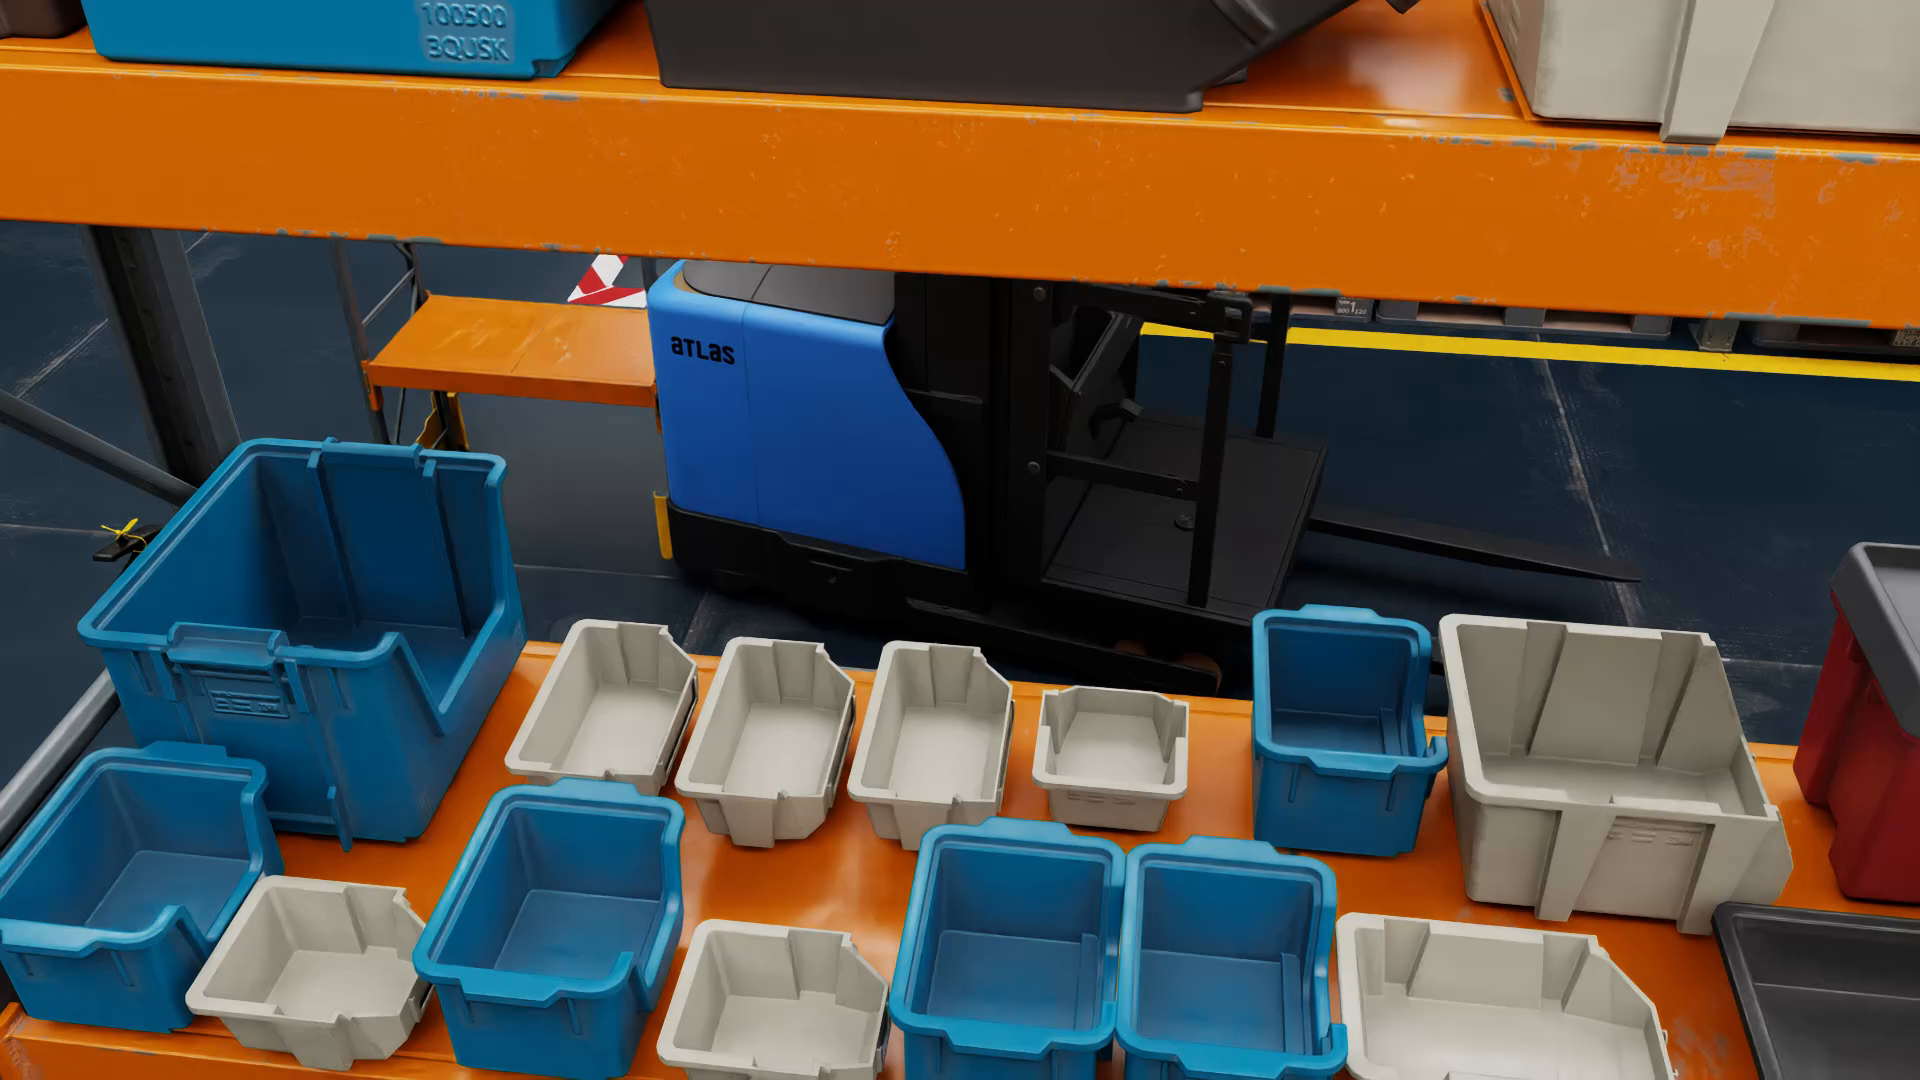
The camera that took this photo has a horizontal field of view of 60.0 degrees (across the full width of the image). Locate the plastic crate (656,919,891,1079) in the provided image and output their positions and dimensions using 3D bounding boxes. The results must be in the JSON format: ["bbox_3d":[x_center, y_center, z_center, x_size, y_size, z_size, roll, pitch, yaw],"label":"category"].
[{"bbox_3d":[-0.252,0.694,2.371,0.298,0.136,0.250,4,36,6],"label":"plastic crate"}]

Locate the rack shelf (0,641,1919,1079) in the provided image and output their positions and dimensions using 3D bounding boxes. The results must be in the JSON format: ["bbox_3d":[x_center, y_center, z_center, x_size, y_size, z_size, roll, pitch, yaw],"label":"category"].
[{"bbox_3d":[0.548,0.722,2.775,4.000,0.370,1.077,4,36,6],"label":"rack shelf"}]

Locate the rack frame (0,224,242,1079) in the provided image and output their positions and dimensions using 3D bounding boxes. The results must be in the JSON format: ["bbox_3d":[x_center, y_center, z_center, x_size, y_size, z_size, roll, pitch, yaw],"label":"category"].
[{"bbox_3d":[-1.436,0.282,2.773,0.127,3.000,1.000,4,36,6],"label":"rack frame"}]

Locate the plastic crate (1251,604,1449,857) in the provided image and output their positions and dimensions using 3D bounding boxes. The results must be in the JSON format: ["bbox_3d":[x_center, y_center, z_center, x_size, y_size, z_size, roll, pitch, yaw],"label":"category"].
[{"bbox_3d":[0.634,0.329,2.799,0.300,0.233,0.416,4,36,6],"label":"plastic crate"}]

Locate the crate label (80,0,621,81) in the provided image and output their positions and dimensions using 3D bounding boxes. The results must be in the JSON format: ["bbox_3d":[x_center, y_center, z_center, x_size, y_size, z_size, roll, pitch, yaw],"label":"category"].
[{"bbox_3d":[-0.562,-0.624,1.589,0.502,0.251,0.408,4,36,6],"label":"crate label"}]

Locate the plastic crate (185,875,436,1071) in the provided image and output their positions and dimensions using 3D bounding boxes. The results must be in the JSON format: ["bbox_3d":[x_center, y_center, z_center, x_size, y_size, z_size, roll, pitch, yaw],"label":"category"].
[{"bbox_3d":[-0.925,0.644,2.441,0.298,0.136,0.250,4,36,6],"label":"plastic crate"}]

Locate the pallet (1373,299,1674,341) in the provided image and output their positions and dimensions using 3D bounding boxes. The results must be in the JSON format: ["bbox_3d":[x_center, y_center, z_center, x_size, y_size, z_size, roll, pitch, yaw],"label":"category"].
[{"bbox_3d":[2.418,-1.243,7.309,1.213,0.211,1.003,4,36,6],"label":"pallet"}]

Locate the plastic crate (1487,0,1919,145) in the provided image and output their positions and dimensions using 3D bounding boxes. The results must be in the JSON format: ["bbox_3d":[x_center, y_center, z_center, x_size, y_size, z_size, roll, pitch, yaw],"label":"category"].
[{"bbox_3d":[0.723,-0.549,1.457,0.530,0.282,0.437,4,36,6],"label":"plastic crate"}]

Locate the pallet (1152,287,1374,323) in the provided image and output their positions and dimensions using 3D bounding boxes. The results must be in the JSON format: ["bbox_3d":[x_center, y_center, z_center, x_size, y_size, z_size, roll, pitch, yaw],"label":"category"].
[{"bbox_3d":[1.205,-1.331,7.434,1.213,0.211,1.003,4,36,6],"label":"pallet"}]

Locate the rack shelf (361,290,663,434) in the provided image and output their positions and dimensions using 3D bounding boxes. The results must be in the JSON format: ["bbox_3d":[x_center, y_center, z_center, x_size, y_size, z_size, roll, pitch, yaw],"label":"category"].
[{"bbox_3d":[-1.423,-0.611,5.625,1.000,0.185,0.538,5,36,7],"label":"rack shelf"}]

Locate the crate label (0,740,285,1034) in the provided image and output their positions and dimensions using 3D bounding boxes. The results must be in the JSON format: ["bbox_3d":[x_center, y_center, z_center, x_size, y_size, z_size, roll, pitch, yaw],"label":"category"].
[{"bbox_3d":[-1.233,0.533,2.513,0.303,0.233,0.416,4,36,6],"label":"crate label"}]

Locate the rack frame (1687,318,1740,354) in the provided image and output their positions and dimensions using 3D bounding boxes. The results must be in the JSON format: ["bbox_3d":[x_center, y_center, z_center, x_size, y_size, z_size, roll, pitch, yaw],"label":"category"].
[{"bbox_3d":[3.163,-2.276,6.357,0.127,3.000,1.000,4,36,6],"label":"rack frame"}]

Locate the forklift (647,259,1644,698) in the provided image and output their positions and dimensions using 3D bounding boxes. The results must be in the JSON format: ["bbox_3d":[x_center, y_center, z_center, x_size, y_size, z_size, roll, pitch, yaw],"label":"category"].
[{"bbox_3d":[0.614,-1.035,4.678,3.031,2.935,1.130,12,37,16],"label":"forklift"}]

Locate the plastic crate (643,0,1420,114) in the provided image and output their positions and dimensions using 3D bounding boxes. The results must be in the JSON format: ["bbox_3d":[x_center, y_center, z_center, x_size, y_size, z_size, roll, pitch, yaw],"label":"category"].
[{"bbox_3d":[0.045,-0.643,1.540,0.767,0.338,0.504,4,36,6],"label":"plastic crate"}]

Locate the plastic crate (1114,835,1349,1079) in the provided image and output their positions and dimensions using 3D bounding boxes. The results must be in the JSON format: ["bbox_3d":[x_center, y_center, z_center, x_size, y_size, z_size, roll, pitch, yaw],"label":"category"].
[{"bbox_3d":[0.371,0.653,2.346,0.300,0.233,0.416,4,36,6],"label":"plastic crate"}]

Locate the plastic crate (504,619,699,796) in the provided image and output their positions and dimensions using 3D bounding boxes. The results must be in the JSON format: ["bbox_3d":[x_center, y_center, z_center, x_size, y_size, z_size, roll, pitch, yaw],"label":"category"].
[{"bbox_3d":[-0.604,0.320,2.894,0.243,0.136,0.396,4,36,6],"label":"plastic crate"}]

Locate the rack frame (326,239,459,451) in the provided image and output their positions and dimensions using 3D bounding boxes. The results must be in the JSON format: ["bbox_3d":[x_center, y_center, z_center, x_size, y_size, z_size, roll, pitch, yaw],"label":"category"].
[{"bbox_3d":[-1.925,-0.802,5.582,0.032,1.500,0.500,5,36,7],"label":"rack frame"}]

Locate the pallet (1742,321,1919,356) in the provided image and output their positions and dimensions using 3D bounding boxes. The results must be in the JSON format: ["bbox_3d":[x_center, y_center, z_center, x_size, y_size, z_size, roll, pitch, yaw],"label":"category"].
[{"bbox_3d":[3.938,-1.128,7.148,1.213,0.211,1.003,4,36,6],"label":"pallet"}]

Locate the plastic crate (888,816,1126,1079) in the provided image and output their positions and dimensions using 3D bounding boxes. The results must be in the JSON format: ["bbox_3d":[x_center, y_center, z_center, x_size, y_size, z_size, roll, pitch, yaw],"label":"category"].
[{"bbox_3d":[0.073,0.631,2.377,0.300,0.233,0.416,4,36,6],"label":"plastic crate"}]

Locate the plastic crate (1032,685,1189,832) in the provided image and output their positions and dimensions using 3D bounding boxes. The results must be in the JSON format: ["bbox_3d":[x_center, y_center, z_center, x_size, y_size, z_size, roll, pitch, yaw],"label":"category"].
[{"bbox_3d":[0.257,0.368,2.828,0.250,0.136,0.298,4,36,6],"label":"plastic crate"}]

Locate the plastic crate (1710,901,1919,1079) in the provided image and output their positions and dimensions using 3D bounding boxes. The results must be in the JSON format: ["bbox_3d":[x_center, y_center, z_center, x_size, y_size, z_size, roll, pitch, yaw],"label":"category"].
[{"bbox_3d":[1.387,0.737,2.320,0.590,0.125,0.437,4,36,6],"label":"plastic crate"}]

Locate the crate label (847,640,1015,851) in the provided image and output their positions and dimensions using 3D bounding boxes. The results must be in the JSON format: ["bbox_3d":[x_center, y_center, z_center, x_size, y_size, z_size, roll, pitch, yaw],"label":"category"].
[{"bbox_3d":[-0.039,0.357,2.843,0.243,0.136,0.396,4,36,6],"label":"crate label"}]

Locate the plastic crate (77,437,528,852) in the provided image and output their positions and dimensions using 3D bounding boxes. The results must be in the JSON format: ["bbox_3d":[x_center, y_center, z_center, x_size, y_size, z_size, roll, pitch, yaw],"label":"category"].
[{"bbox_3d":[-1.080,0.160,2.862,0.499,0.435,0.616,4,36,6],"label":"plastic crate"}]

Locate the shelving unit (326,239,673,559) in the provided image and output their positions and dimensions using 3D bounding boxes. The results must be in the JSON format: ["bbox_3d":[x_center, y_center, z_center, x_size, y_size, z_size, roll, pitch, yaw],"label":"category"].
[{"bbox_3d":[-1.432,-0.758,5.522,1.083,1.500,0.587,5,36,7],"label":"shelving unit"}]

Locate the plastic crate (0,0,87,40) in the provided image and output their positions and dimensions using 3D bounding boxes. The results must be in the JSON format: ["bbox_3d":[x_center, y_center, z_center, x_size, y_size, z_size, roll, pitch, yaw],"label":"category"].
[{"bbox_3d":[-1.089,-0.697,1.675,0.590,0.269,0.497,4,36,6],"label":"plastic crate"}]

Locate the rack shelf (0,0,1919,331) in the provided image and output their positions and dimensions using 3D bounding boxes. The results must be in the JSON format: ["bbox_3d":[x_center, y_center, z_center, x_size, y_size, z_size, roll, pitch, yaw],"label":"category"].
[{"bbox_3d":[0.548,-0.499,1.904,4.000,0.370,1.077,4,36,6],"label":"rack shelf"}]

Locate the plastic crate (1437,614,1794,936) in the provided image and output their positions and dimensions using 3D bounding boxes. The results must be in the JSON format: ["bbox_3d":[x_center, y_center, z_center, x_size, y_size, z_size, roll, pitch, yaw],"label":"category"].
[{"bbox_3d":[1.041,0.382,2.683,0.530,0.282,0.437,4,36,6],"label":"plastic crate"}]

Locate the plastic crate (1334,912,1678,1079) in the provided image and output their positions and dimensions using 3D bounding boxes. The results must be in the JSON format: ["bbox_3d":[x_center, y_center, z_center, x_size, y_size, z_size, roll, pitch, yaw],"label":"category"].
[{"bbox_3d":[0.766,0.705,2.356,0.466,0.136,0.293,4,36,6],"label":"plastic crate"}]

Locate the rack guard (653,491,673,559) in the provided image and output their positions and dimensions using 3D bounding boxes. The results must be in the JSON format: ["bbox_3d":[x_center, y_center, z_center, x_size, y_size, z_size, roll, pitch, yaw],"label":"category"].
[{"bbox_3d":[-0.939,-0.206,5.824,0.087,0.250,0.587,5,36,7],"label":"rack guard"}]

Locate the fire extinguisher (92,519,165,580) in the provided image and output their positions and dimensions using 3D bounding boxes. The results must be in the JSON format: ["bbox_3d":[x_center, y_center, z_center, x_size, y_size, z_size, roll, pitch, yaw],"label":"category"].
[{"bbox_3d":[-1.527,0.192,3.287,0.183,0.674,0.296,4,36,6],"label":"fire extinguisher"}]

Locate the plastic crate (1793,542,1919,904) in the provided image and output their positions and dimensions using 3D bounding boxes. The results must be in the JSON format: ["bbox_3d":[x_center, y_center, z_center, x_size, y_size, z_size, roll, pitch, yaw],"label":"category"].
[{"bbox_3d":[1.678,0.316,2.618,0.583,0.464,0.402,4,36,6],"label":"plastic crate"}]

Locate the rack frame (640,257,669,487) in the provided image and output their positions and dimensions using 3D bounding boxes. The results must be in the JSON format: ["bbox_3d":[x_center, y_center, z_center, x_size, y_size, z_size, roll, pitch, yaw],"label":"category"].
[{"bbox_3d":[-0.920,-0.714,5.459,0.032,1.500,0.500,5,36,7],"label":"rack frame"}]

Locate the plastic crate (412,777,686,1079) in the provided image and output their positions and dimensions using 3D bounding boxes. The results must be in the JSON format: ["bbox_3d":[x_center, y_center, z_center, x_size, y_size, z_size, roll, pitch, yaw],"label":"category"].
[{"bbox_3d":[-0.580,0.582,2.445,0.300,0.233,0.416,4,36,6],"label":"plastic crate"}]

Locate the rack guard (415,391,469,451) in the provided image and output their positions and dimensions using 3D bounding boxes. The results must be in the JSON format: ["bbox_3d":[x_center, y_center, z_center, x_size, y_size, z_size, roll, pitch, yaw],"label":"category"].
[{"bbox_3d":[-1.924,-0.293,5.945,0.087,0.250,0.587,5,36,7],"label":"rack guard"}]

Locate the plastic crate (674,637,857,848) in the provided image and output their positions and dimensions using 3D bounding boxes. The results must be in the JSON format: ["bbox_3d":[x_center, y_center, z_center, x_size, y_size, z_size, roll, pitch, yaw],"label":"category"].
[{"bbox_3d":[-0.318,0.350,2.852,0.243,0.136,0.396,4,36,6],"label":"plastic crate"}]
